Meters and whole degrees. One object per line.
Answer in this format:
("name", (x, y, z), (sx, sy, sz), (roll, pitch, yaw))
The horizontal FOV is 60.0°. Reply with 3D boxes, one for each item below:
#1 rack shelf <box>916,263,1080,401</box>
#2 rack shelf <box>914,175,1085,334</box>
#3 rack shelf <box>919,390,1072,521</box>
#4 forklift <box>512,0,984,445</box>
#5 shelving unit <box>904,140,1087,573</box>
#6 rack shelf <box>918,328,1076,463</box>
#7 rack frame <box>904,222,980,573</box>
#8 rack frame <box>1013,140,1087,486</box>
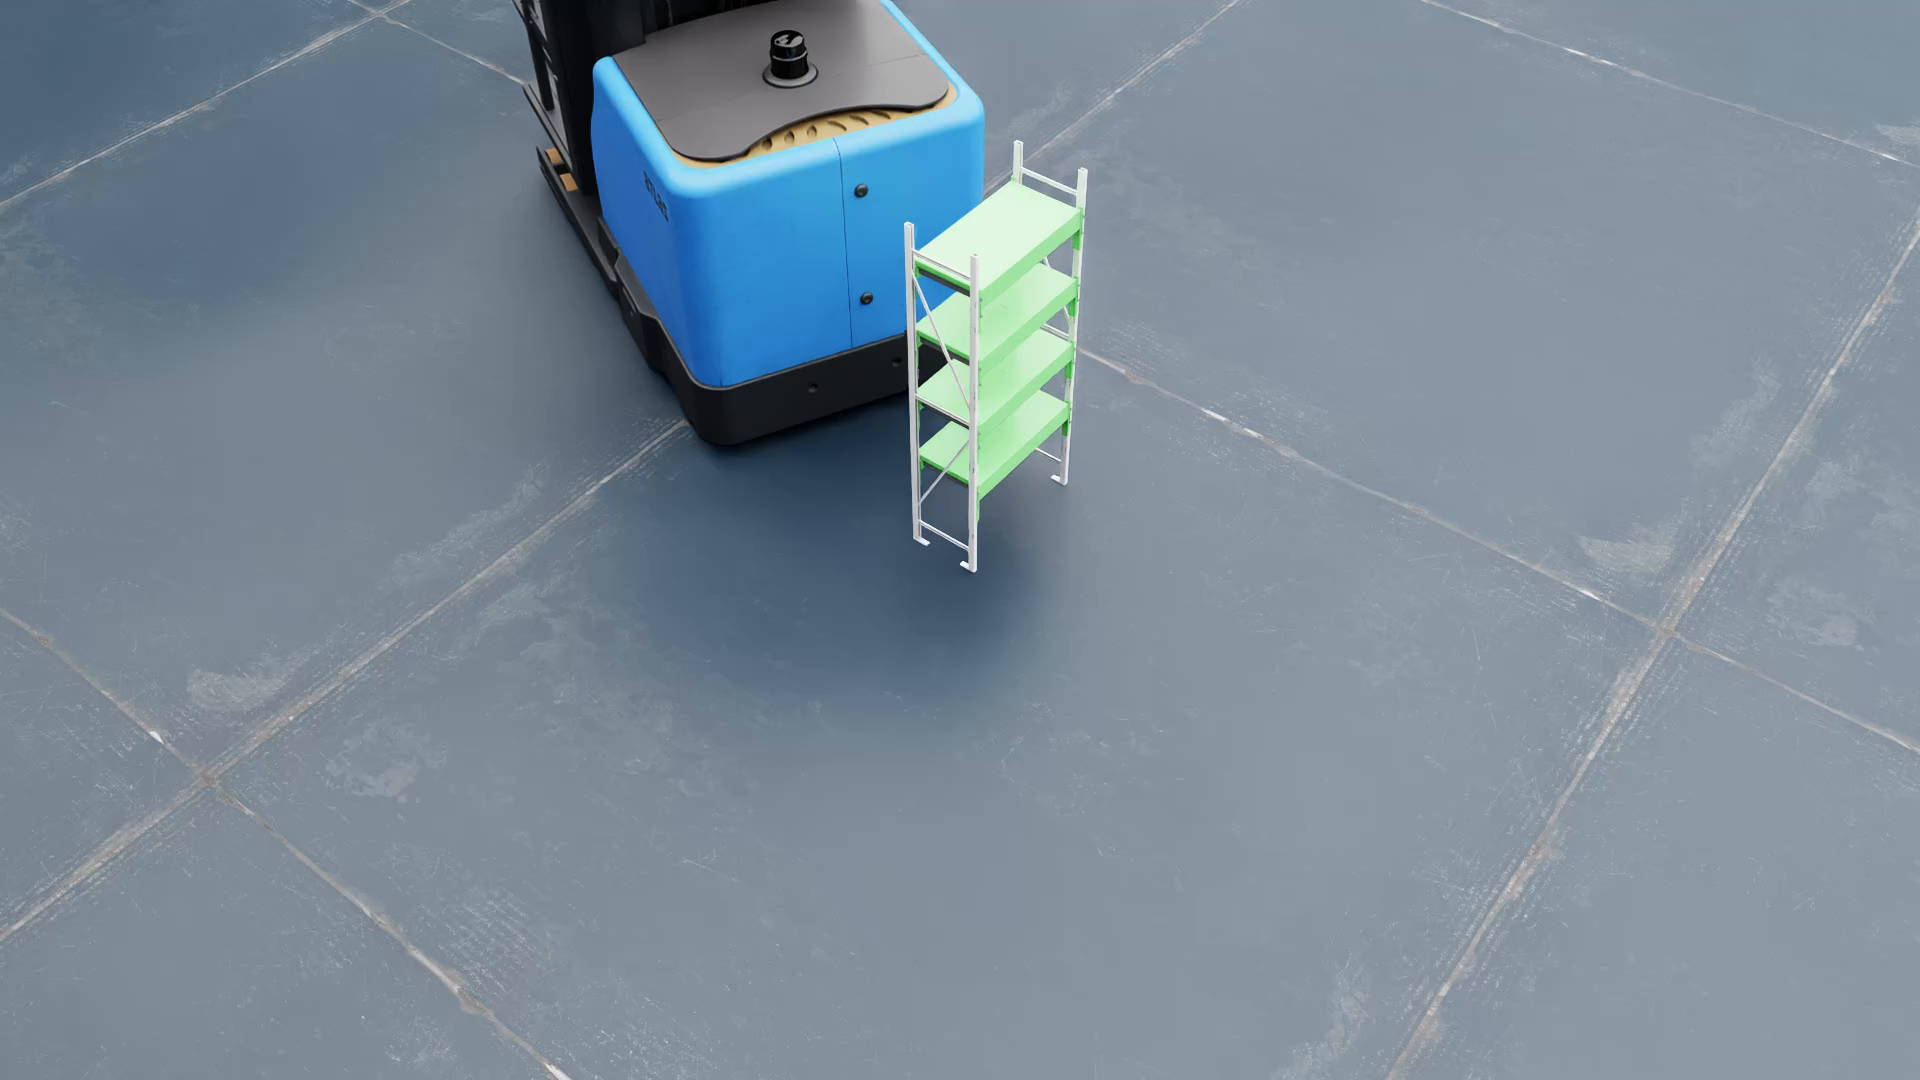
("rack shelf", (0.101, -0.631, 4.779), (0.258, 0.148, 0.480), (29, 53, 25))
("rack shelf", (0.101, -0.797, 4.606), (0.258, 0.148, 0.480), (29, 53, 25))
("rack shelf", (0.101, -0.299, 5.126), (0.258, 0.148, 0.480), (29, 53, 25))
("forklift", (-1.005, -2.398, 5.514), (1.130, 2.935, 3.031), (-19, 49, -18))
("shelving unit", (0.101, -0.509, 4.907), (0.258, 1.200, 0.503), (29, 53, 25))
("rack shelf", (0.101, -0.465, 4.953), (0.258, 0.148, 0.480), (29, 53, 25))
("rack frame", (-0.048, -0.370, 4.773), (0.240, 1.200, 0.015), (29, 53, 25))
("rack frame", (0.250, -0.649, 5.040), (0.240, 1.200, 0.015), (29, 53, 25))
